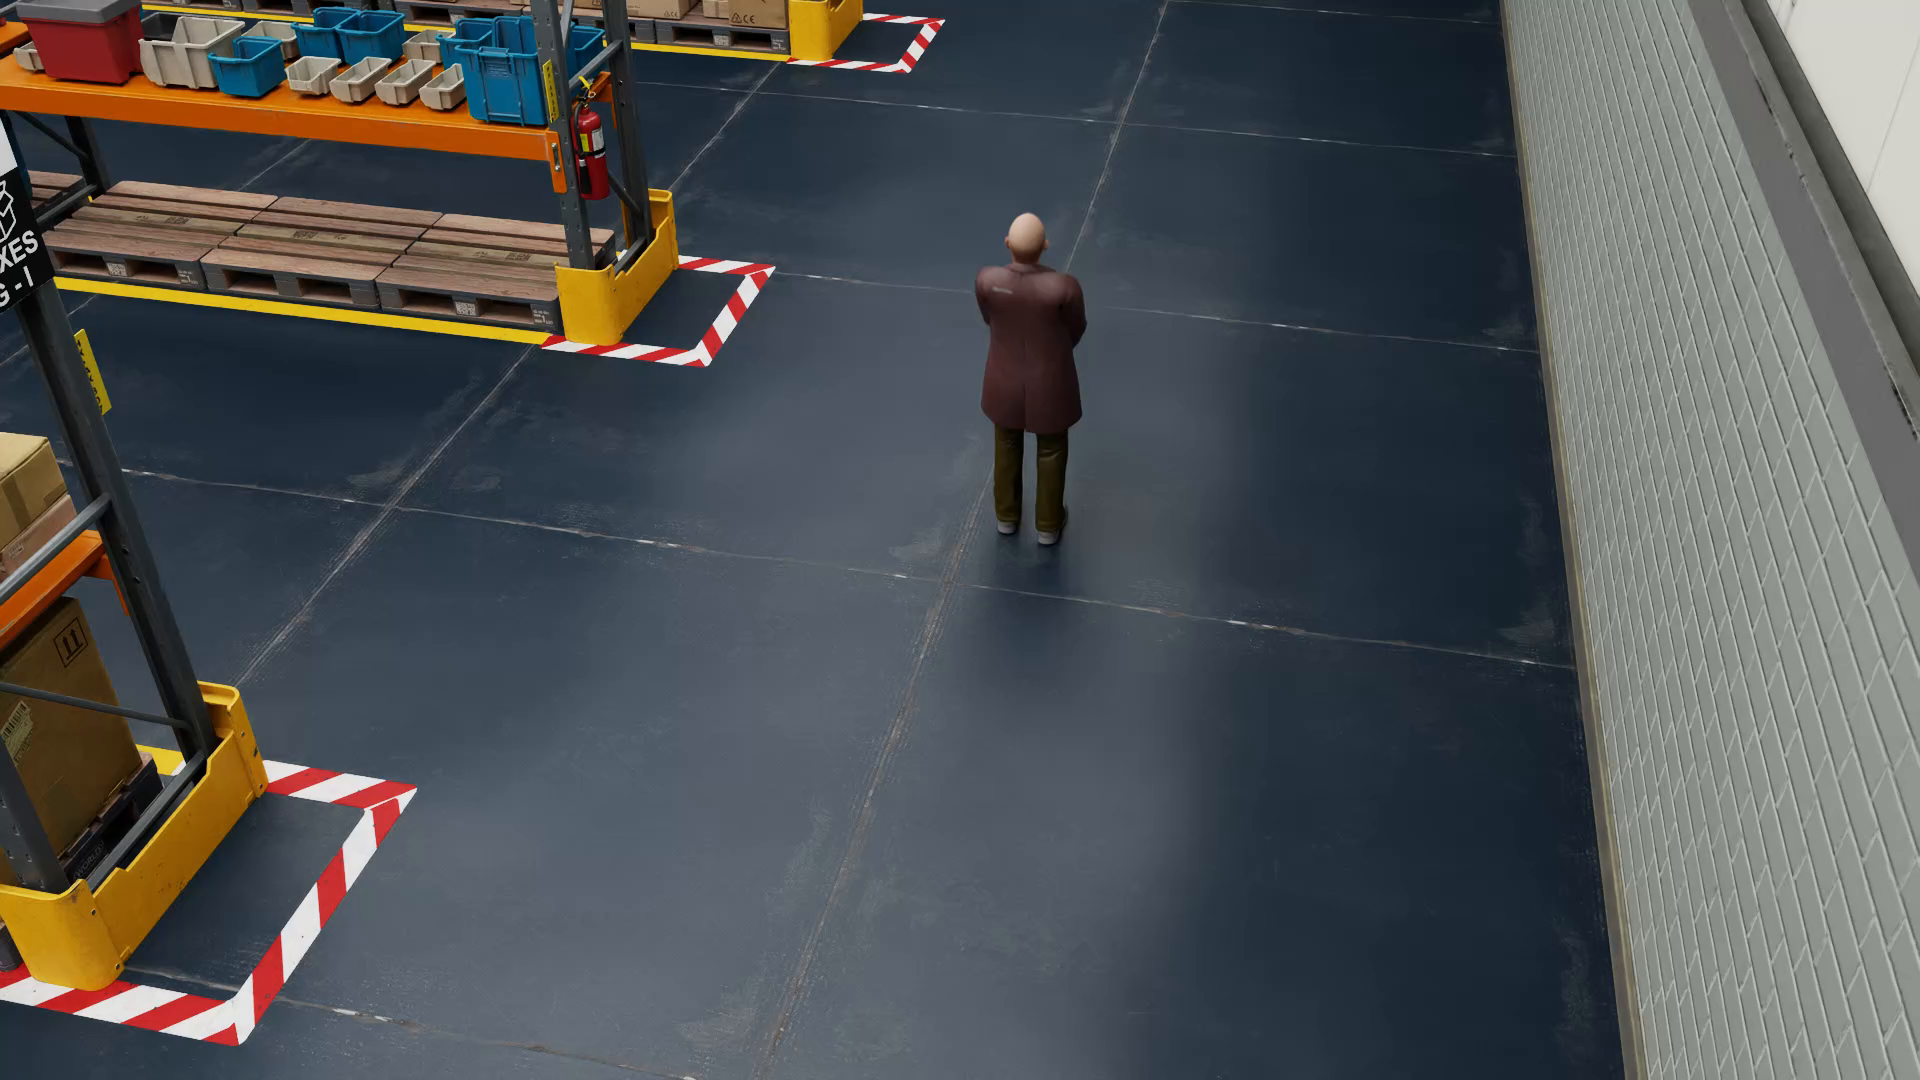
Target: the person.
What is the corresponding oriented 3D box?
[{"bbox_3d":[0.328,-0.790,8.064,0.641,1.772,0.428,6,37,8],"label":"person"}]
